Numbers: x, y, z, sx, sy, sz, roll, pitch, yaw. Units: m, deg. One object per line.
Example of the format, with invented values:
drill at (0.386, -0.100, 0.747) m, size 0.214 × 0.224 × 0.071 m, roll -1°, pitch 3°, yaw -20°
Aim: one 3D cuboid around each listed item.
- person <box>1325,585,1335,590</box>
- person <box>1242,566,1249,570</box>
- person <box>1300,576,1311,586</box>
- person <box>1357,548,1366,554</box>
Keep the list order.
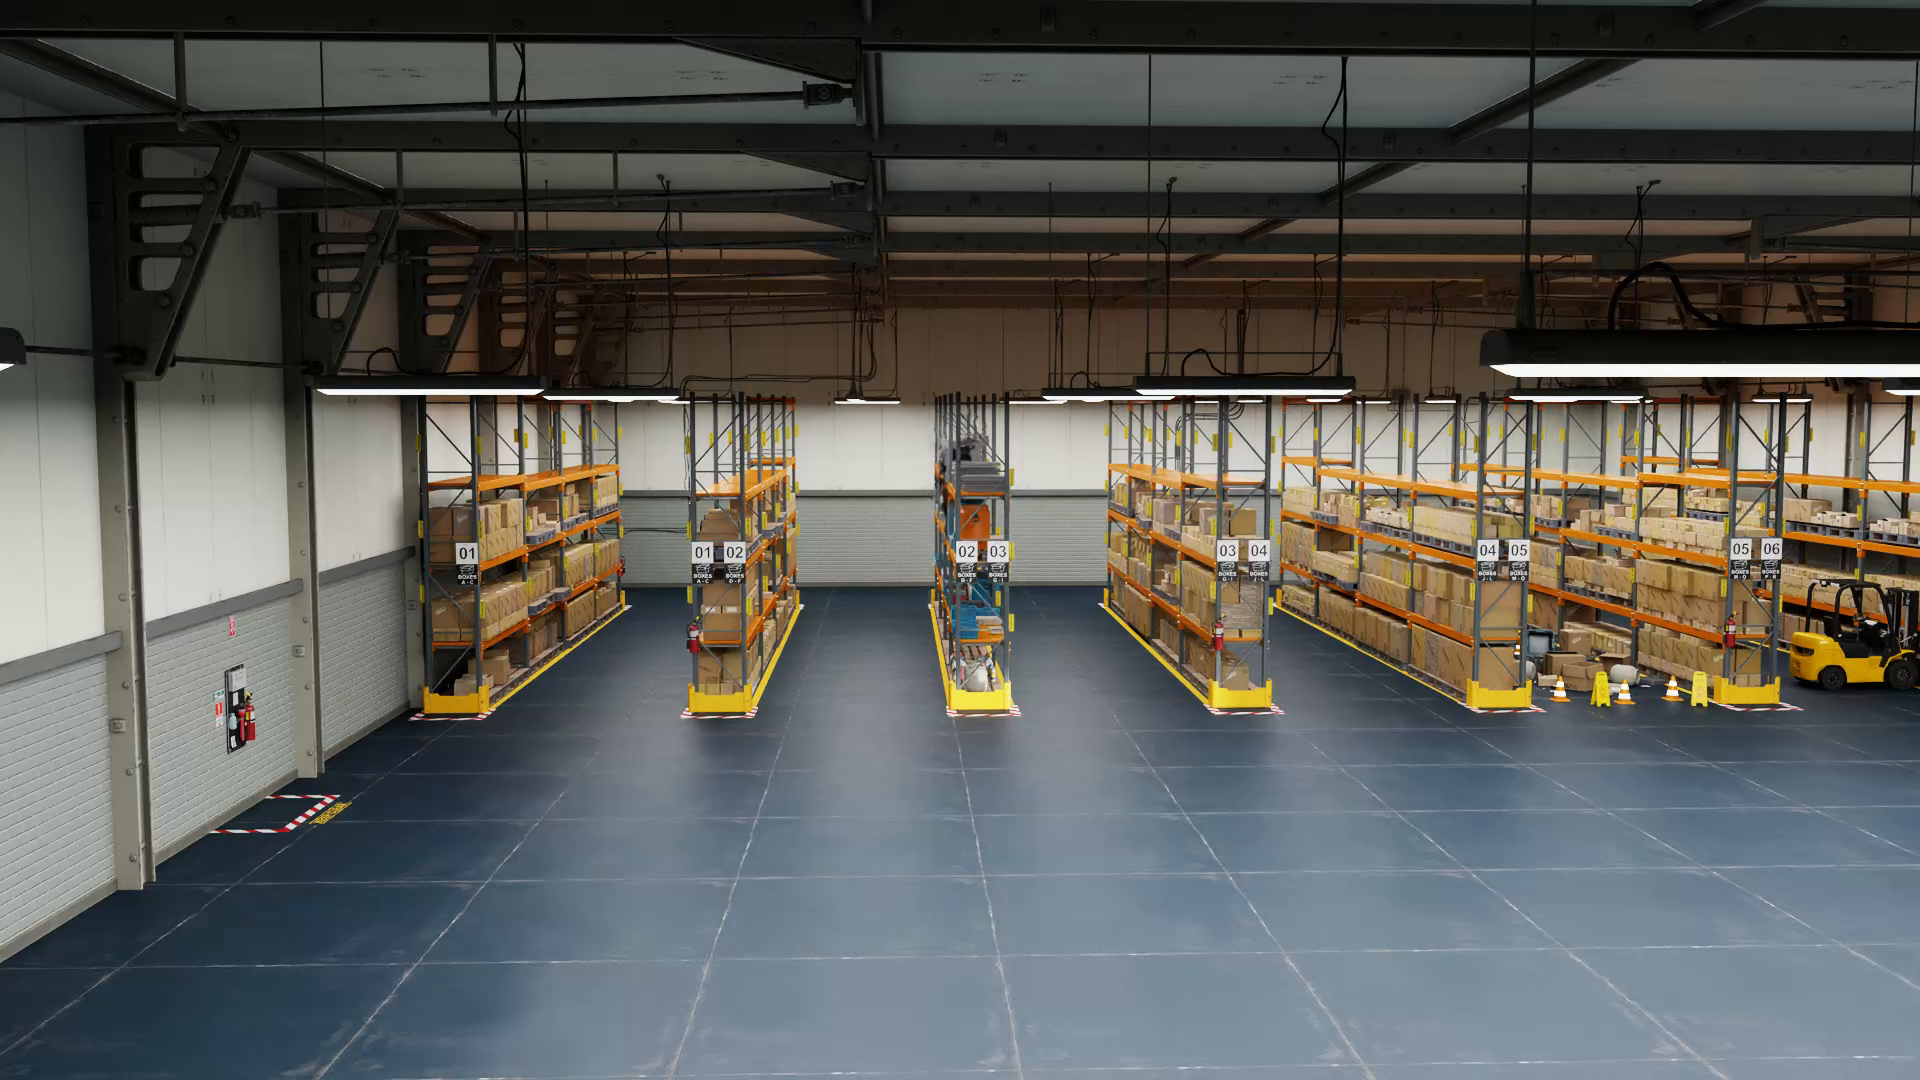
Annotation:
person at (10.793, 0.996, 48.640) m, size 0.762 × 1.718 × 0.726 m, roll -4°, pitch 6°, yaw -40°
person at (8.035, 1.171, 46.749) m, size 0.600 × 1.626 × 0.513 m, roll 1°, pitch 5°, yaw 12°
person at (10.310, 0.941, 48.936) m, size 0.645 × 1.760 × 0.665 m, roll 0°, pitch 5°, yaw 3°
person at (11.930, 1.000, 49.109) m, size 0.663 × 1.611 × 0.604 m, roll -1°, pitch 5°, yaw -13°
